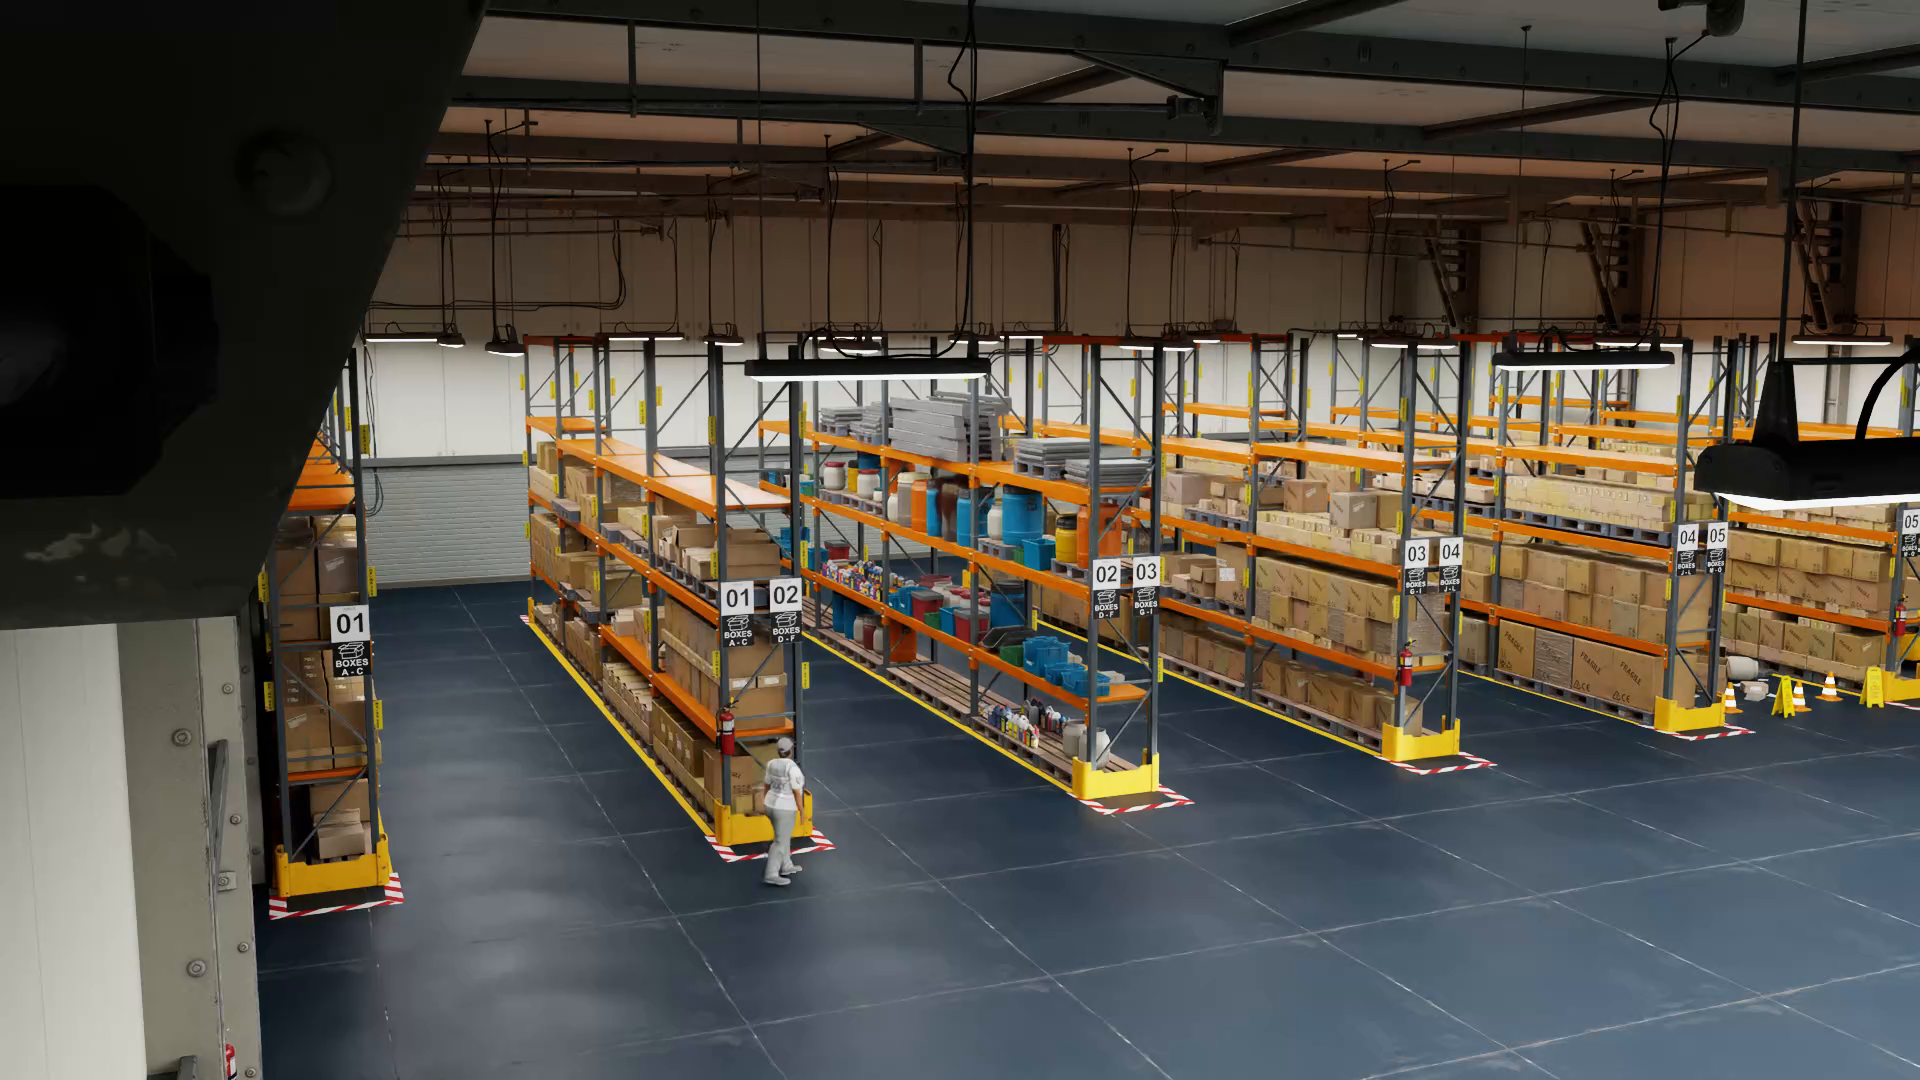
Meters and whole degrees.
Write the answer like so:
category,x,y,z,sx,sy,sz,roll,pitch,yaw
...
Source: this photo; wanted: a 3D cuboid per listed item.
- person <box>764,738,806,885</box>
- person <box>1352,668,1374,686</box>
category,x,y,z,sx,sy,sz,roll,pitch,yaw
person,-1.954,3.034,18.751,0.594,1.652,0.540,-5,9,-34
person,7.001,1.684,28.780,0.508,1.668,0.514,-1,8,-6
